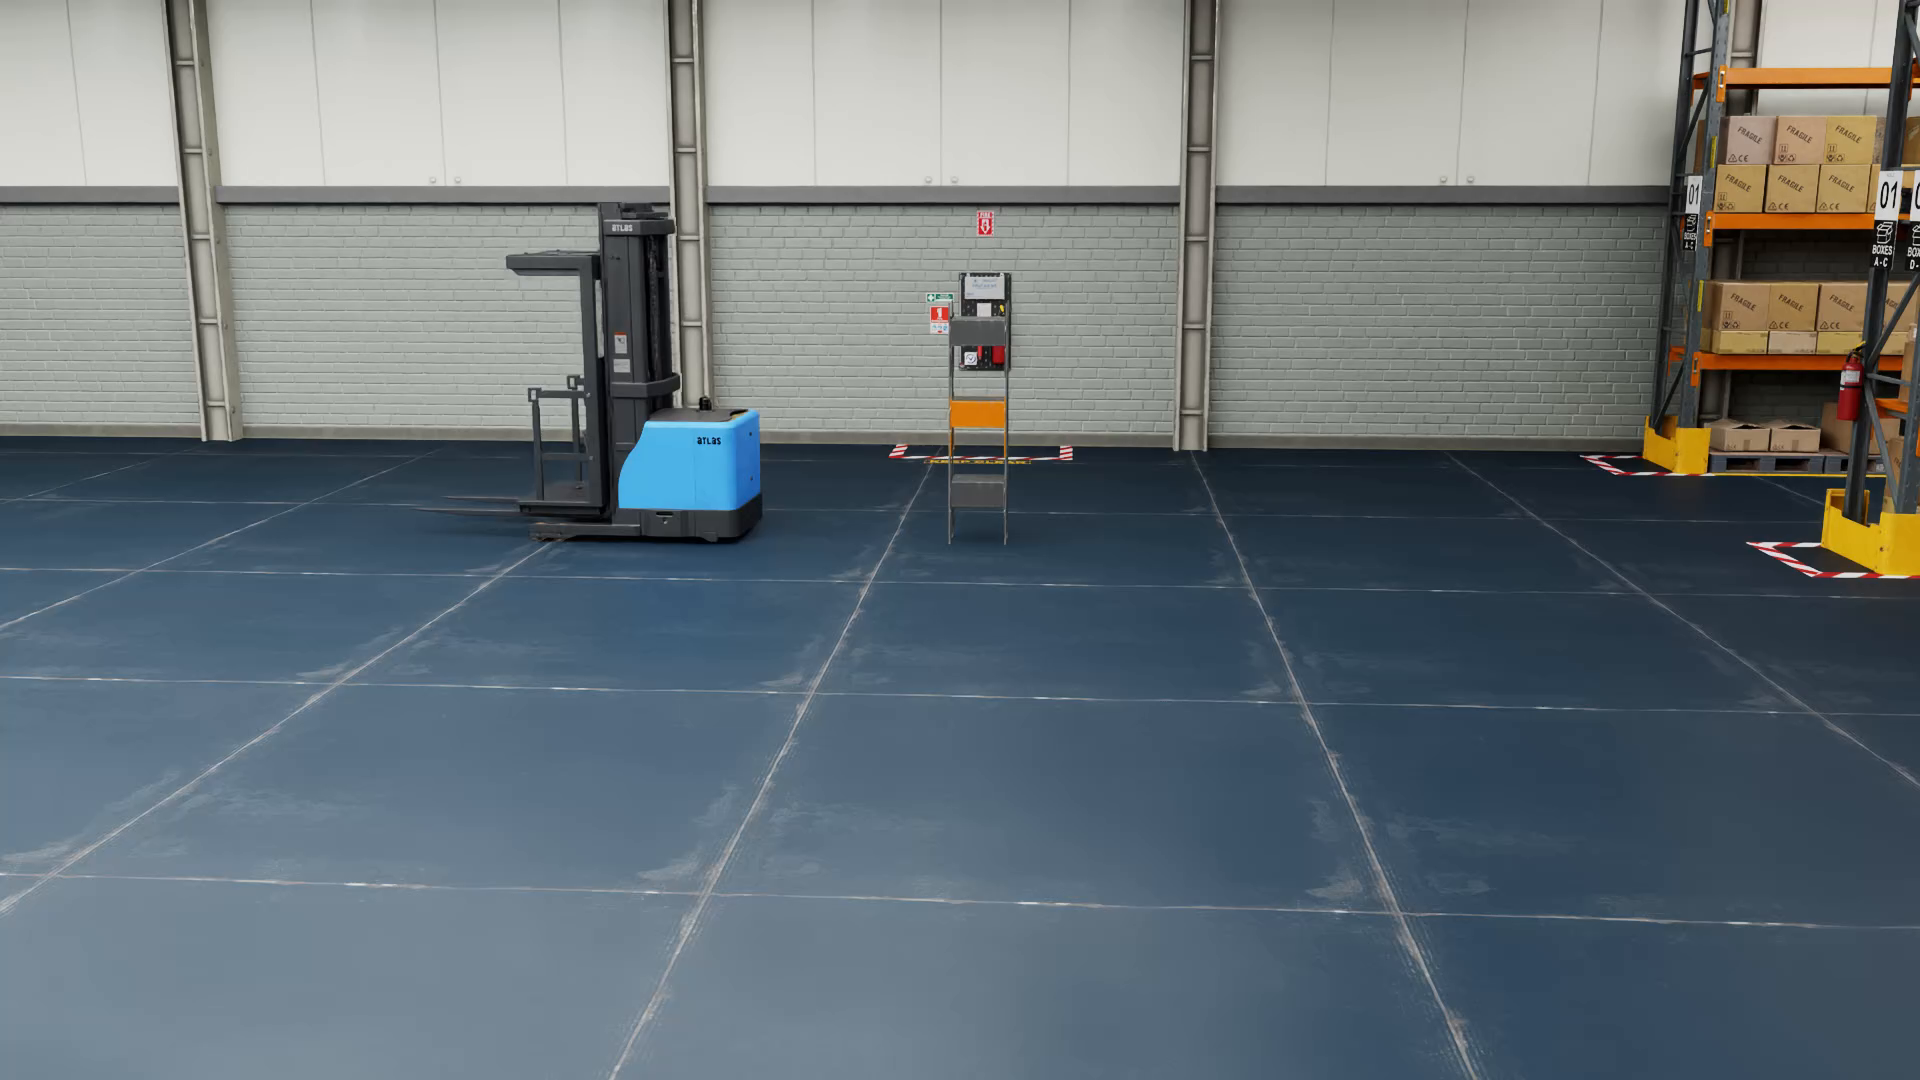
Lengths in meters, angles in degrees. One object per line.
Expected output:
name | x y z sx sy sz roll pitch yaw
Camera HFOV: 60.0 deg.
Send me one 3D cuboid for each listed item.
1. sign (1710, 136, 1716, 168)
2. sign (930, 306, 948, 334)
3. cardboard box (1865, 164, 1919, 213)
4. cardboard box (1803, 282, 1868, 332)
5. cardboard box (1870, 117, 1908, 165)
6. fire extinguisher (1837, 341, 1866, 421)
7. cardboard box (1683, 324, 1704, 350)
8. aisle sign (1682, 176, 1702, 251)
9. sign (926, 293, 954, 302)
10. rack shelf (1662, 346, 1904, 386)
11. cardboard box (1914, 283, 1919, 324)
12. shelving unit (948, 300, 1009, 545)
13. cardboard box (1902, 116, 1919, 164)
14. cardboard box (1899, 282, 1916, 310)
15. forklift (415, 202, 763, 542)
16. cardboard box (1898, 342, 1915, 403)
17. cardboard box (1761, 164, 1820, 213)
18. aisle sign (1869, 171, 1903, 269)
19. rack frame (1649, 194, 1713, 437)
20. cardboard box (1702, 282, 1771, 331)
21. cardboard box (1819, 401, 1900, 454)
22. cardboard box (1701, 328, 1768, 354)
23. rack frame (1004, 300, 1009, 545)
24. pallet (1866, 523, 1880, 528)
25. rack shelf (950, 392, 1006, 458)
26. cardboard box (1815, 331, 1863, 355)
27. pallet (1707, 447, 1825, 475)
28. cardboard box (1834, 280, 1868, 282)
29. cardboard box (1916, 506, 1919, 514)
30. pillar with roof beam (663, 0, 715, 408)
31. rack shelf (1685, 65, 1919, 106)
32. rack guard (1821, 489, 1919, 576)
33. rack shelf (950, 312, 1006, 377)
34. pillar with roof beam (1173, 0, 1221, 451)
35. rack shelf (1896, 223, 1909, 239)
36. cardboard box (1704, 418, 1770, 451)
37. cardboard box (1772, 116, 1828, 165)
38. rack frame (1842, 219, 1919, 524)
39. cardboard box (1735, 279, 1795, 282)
sign | 7.959 -4.099 17.575 0.005 0.325 0.100 1 12 4
sign | -0.243 -2.650 20.025 0.234 0.329 0.001 1 12 4
cardboard box | 9.900 -3.761 17.801 0.500 0.500 0.500 2 12 7
cardboard box | 9.459 -2.532 18.031 0.500 0.500 0.500 0 12 2
cardboard box | 9.980 -4.352 18.188 0.500 0.500 0.500 1 12 4
fire extinguisher | 7.581 -1.360 14.132 0.183 0.674 0.296 1 12 4
cardboard box | 8.475 -2.283 18.673 0.500 0.250 0.500 1 12 5
aisle sign | 7.903 -3.526 17.947 0.004 0.787 0.394 1 12 4
sign | -0.239 -2.908 19.962 0.331 0.109 0.001 1 12 4
rack shelf | 9.991 -1.934 18.444 4.000 0.370 1.077 1 12 4
cardboard box | 8.186 -1.976 13.474 0.500 0.500 0.700 1 12 4
shelving unit | 0.165 -1.025 14.542 0.503 2.100 0.431 1 12 4
cardboard box | 10.399 -4.237 17.635 0.500 0.500 0.500 0 12 2
cardboard box | 10.494 -2.520 17.976 0.500 0.500 0.500 0 12 2
forklift | -3.384 -1.527 14.907 3.031 2.935 1.130 1 12 6
cardboard box | 8.133 -1.341 13.610 0.500 0.500 0.700 1 12 4
cardboard box | 8.846 -3.770 17.846 0.500 0.500 0.500 2 12 8
aisle sign | 7.622 -2.635 13.688 0.004 0.787 0.394 1 12 4
rack frame | 7.995 -2.313 18.501 0.127 3.000 1.000 1 12 4
cardboard box | 8.451 -2.549 18.113 0.500 0.500 0.500 1 12 4
cardboard box | 9.977 -1.249 18.445 0.500 0.500 0.700 0 12 0
cardboard box | 8.461 -2.178 18.172 0.500 0.250 0.500 0 12 2
rack frame | 0.409 -1.022 14.526 0.015 2.100 0.400 1 12 4
pallet | 8.434 0.065 13.939 1.213 0.211 1.003 1 12 4
rack shelf | 0.165 -1.012 14.545 0.480 0.518 0.431 1 12 4
cardboard box | 9.488 -2.166 18.113 0.500 0.250 0.500 1 12 3
pallet | 8.879 -0.929 18.694 1.213 0.211 1.003 1 12 4
cardboard box | 10.000 -2.632 18.509 0.500 0.500 0.500 1 12 5
cardboard box | 8.188 -0.108 13.649 0.500 0.250 0.500 1 12 4
pillar with roof beam | -3.509 -4.702 15.266 0.400 9.000 9.100 1 12 4
rack shelf | 9.991 -4.869 17.830 4.000 0.370 1.077 1 12 4
rack guard | 7.644 -0.078 13.921 0.348 0.500 1.175 1 12 4
rack shelf | 0.165 -1.697 14.402 0.480 0.518 0.431 1 12 4
pillar with roof beam | 2.477 -4.620 14.874 0.400 9.000 9.100 1 12 4
rack shelf | 9.663 -2.390 13.299 4.000 0.370 1.077 1 12 4
cardboard box | 8.679 -1.185 18.598 0.500 0.311 0.500 -1 12 -3
cardboard box | 8.860 -4.258 17.735 0.500 0.500 0.500 1 12 3
rack frame | 7.668 -1.301 13.663 0.127 3.000 1.000 1 12 4
cardboard box | 8.981 -2.645 18.572 0.500 0.500 0.500 1 12 5
